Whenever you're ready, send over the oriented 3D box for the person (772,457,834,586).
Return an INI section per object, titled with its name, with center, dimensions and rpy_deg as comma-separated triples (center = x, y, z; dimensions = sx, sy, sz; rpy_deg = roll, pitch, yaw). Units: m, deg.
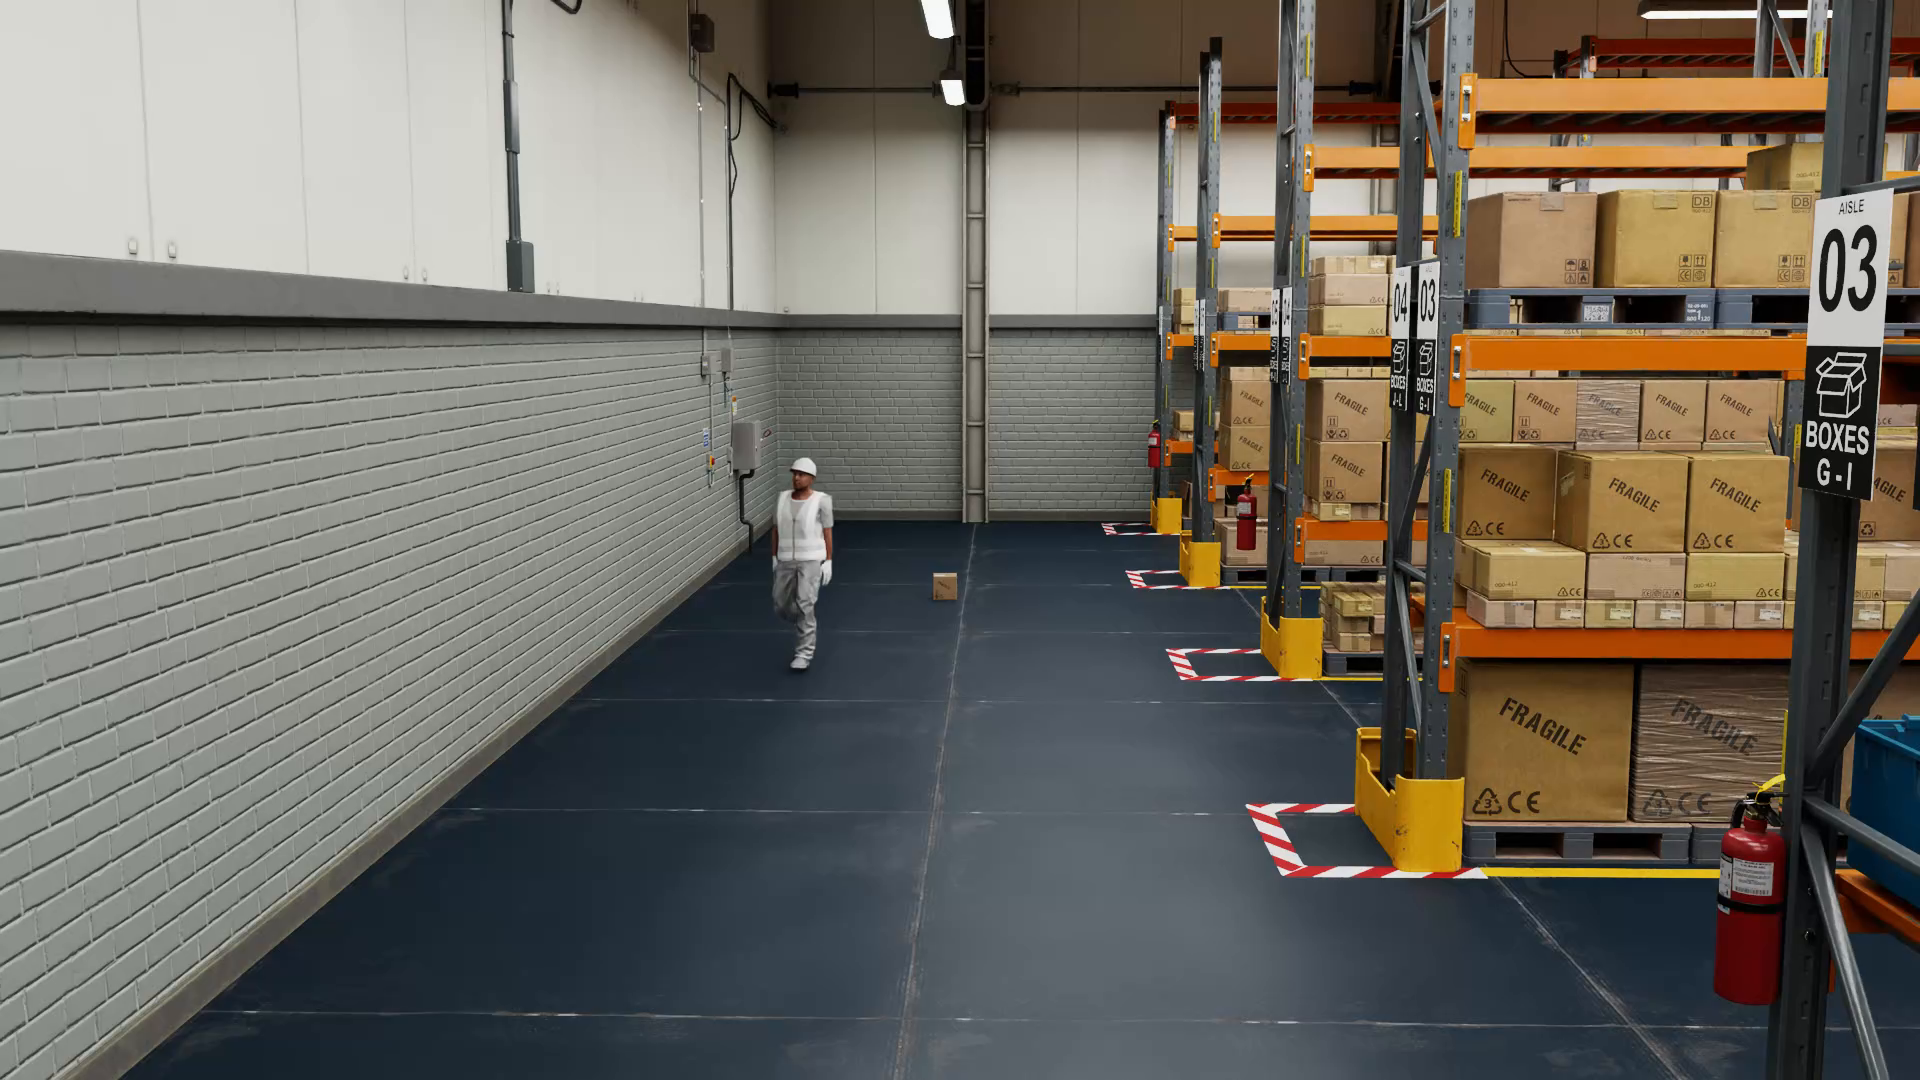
[person]
center = -1.348, -0.155, 14.040
dimensions = 0.548, 1.084, 0.347
rpy_deg = 3, 8, 20
